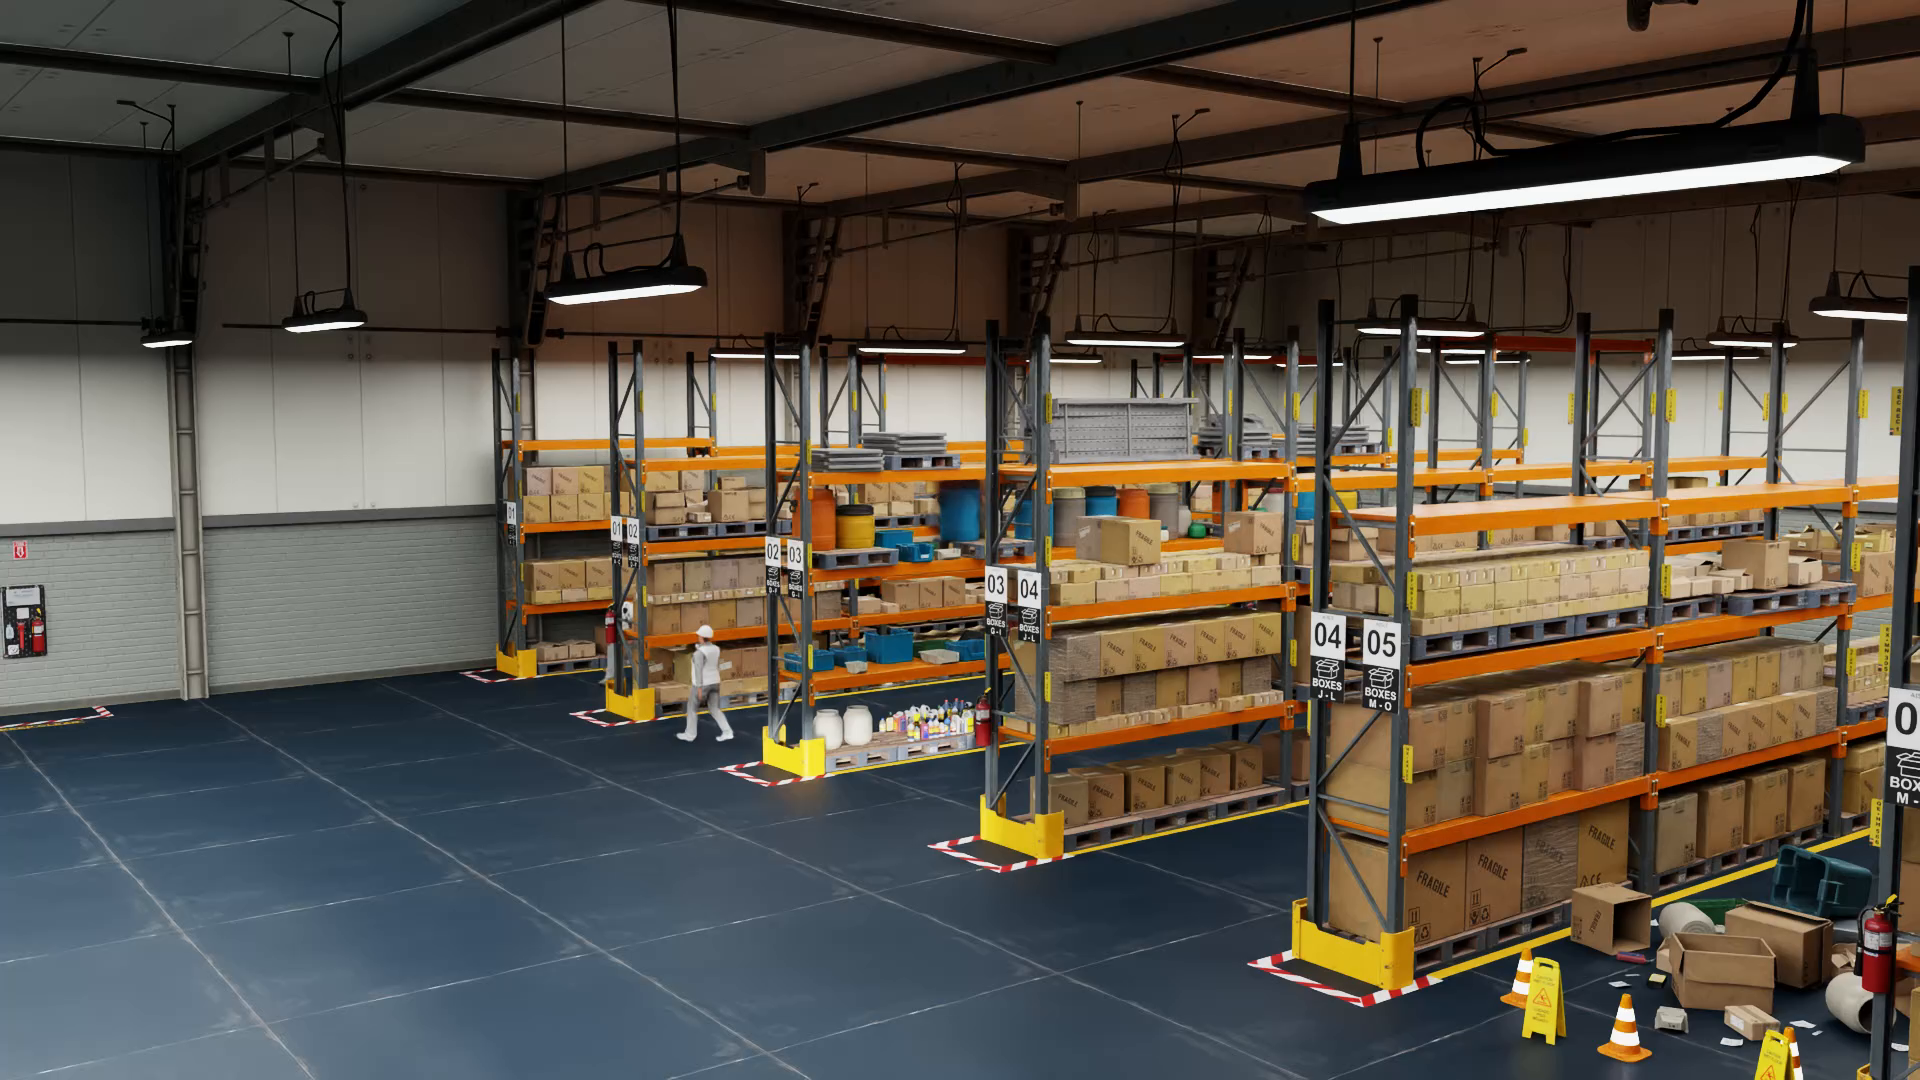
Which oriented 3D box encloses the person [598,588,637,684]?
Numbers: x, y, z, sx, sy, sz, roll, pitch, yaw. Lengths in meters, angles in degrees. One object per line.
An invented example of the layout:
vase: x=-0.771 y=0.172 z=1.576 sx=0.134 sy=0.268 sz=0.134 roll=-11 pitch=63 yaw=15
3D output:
person: x=-6.039 y=1.685 z=29.670 sx=0.615 sy=1.695 sz=1.125 roll=2 pitch=5 yaw=19

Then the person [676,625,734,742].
person: x=-3.771 y=2.134 z=24.697 sx=0.892 sy=1.750 sz=0.532 roll=4 pitch=6 yaw=36
